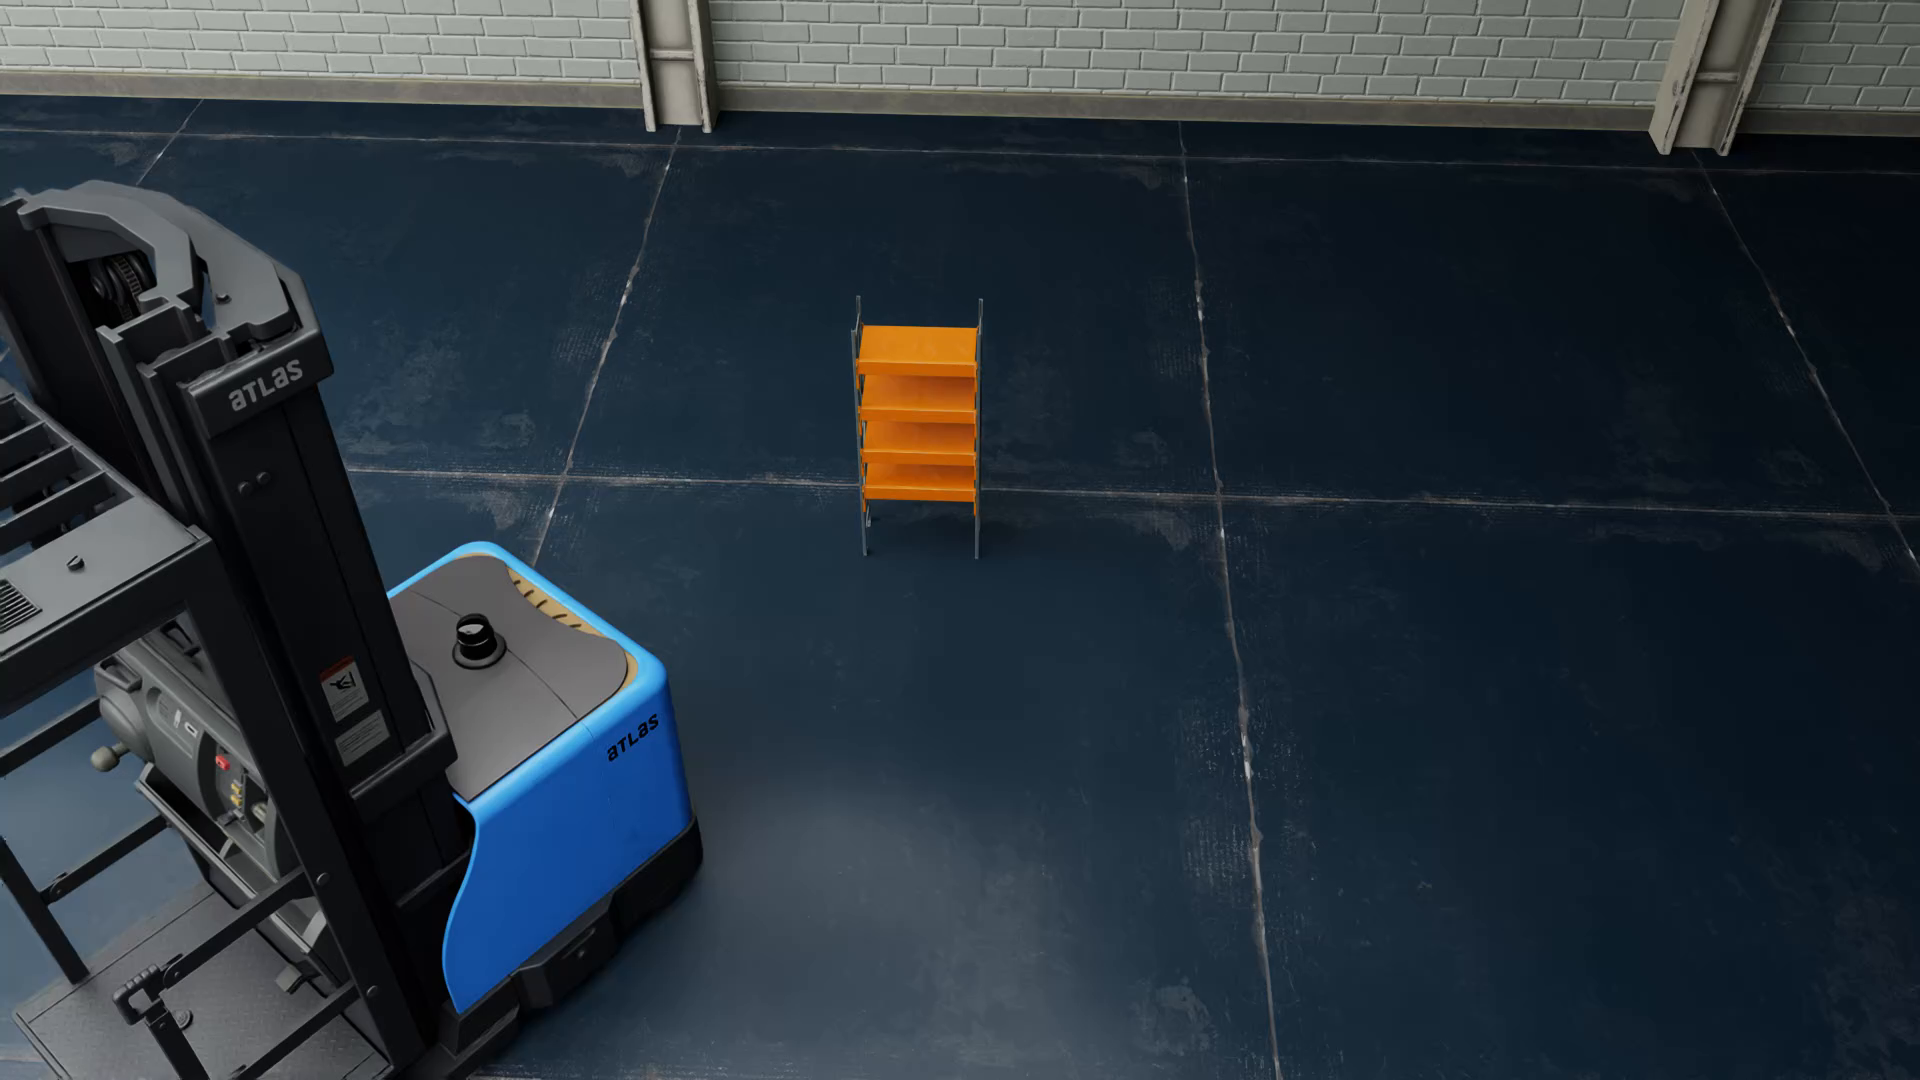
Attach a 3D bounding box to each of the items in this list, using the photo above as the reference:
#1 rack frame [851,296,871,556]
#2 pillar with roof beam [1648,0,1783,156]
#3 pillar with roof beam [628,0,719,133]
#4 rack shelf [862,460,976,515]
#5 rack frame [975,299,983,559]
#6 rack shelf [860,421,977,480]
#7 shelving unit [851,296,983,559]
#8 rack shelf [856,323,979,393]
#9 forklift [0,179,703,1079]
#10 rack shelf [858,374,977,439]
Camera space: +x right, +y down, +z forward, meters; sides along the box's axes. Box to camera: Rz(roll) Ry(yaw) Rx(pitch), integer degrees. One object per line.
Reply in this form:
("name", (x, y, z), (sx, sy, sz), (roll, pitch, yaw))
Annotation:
("rack frame", (-0.409, -0.452, 6.940), (0.015, 1.200, 0.240), (2, 43, 2))
("pillar with roof beam", (4.126, -2.726, 3.660), (0.400, 9.000, 9.100), (2, 43, 2))
("pillar with roof beam", (-1.868, -2.911, 3.858), (0.400, 9.000, 9.100), (2, 43, 2))
("rack shelf", (-0.165, -0.250, 7.113), (0.480, 0.148, 0.258), (2, 43, 2))
("rack frame", (0.078, -0.437, 6.924), (0.015, 1.200, 0.240), (2, 43, 2))
("rack shelf", (-0.165, -0.395, 6.978), (0.480, 0.148, 0.258), (2, 43, 2))
("shelving unit", (-0.165, -0.444, 6.932), (0.503, 1.200, 0.258), (2, 43, 2))
("rack shelf", (-0.165, -0.732, 6.664), (0.480, 0.148, 0.258), (2, 43, 2))
("forklift", (-2.267, 0.667, 4.469), (1.130, 2.935, 3.031), (30, 51, 28))
("rack shelf", (-0.165, -0.559, 6.825), (0.480, 0.148, 0.258), (2, 43, 2))
